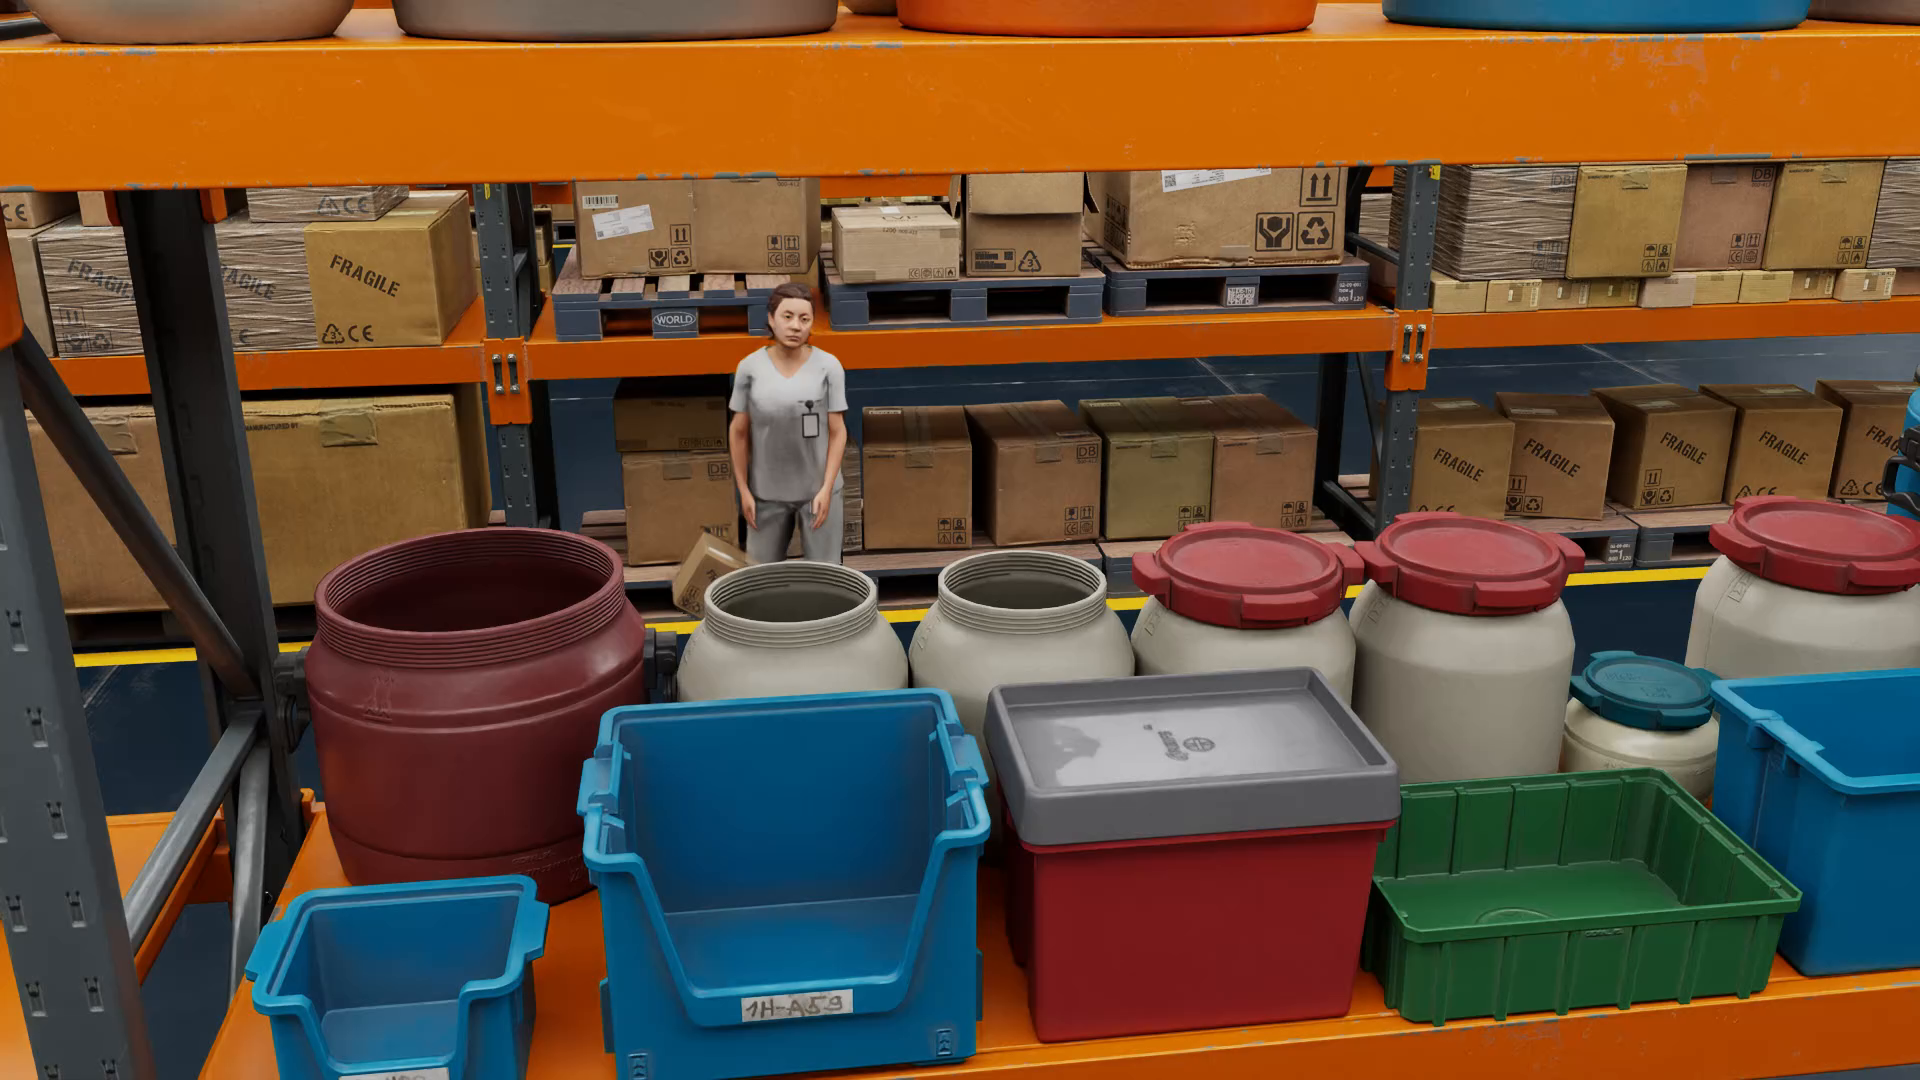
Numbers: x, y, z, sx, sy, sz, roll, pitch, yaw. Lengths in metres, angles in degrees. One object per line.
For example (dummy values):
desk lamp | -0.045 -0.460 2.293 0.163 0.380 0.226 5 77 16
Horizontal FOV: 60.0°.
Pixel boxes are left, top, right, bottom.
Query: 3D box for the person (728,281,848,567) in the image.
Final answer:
person | -0.690 -0.157 6.447 0.523 1.684 0.442 0 20 -1
